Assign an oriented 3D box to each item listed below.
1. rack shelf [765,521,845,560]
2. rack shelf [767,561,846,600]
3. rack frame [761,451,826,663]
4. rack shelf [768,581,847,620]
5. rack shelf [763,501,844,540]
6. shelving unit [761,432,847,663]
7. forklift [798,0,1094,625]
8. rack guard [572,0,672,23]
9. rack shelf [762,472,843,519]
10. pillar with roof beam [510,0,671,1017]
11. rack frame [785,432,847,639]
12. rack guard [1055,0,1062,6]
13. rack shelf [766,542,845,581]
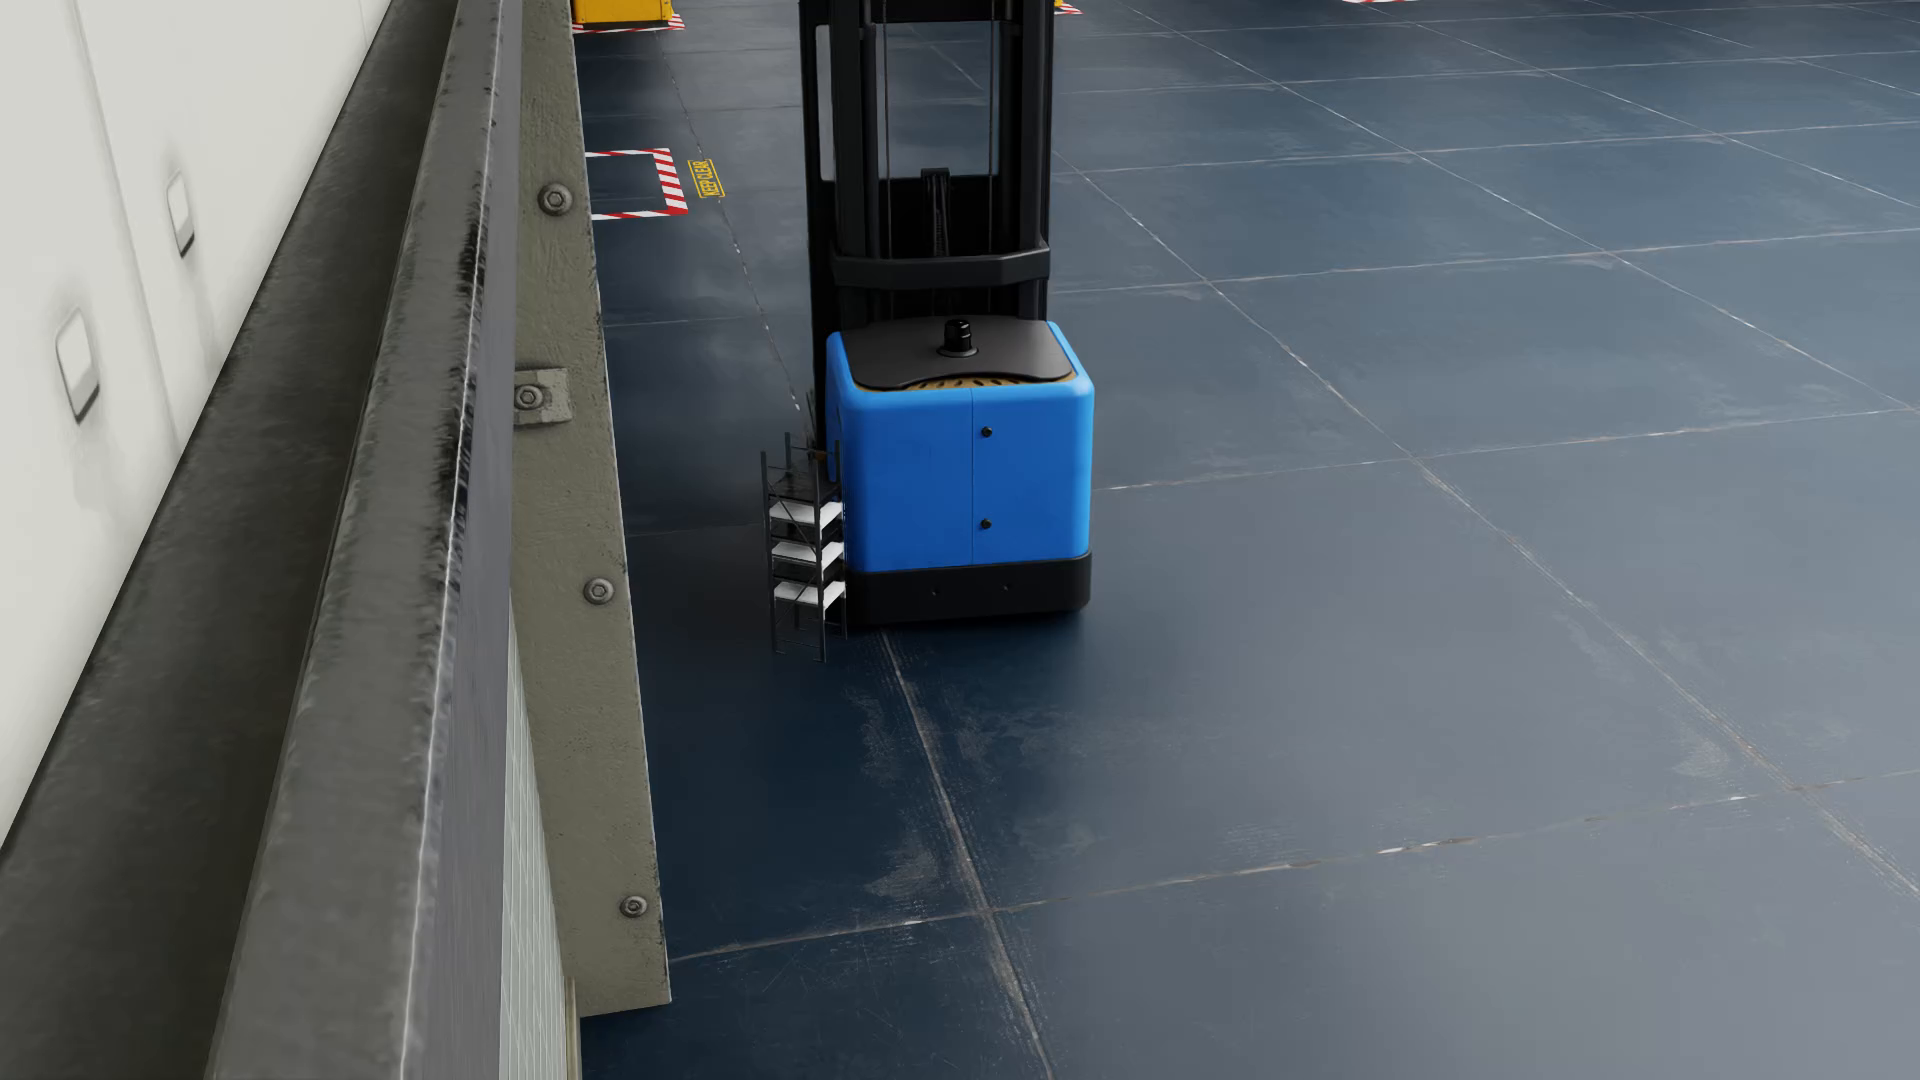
[{"bbox_3d":[-0.621,-0.016,6.657,0.258,0.077,0.200,10,29,19],"label":"rack shelf"},{"bbox_3d":[-0.621,0.145,6.739,0.258,0.077,0.200,10,29,19],"label":"rack shelf"},{"bbox_3d":[-0.659,0.077,6.599,0.240,0.900,0.006,10,29,19],"label":"rack frame"},{"bbox_3d":[-0.621,0.225,6.779,0.258,0.077,0.200,10,29,19],"label":"rack shelf"},{"bbox_3d":[-0.621,-0.096,6.617,0.258,0.077,0.200,10,29,19],"label":"rack shelf"},{"bbox_3d":[-0.621,0.034,6.683,0.258,0.900,0.210,10,29,19],"label":"shelving unit"},{"bbox_3d":[-0.179,-1.595,7.658,1.130,2.935,3.031,-4,27,-8],"label":"forklift"},{"bbox_3d":[-4.135,-6.620,20.311,1.175,0.500,0.348,-6,27,-12],"label":"rack guard"},{"bbox_3d":[-0.621,-0.177,6.576,0.258,0.077,0.200,10,29,19],"label":"rack shelf"},{"bbox_3d":[3.132,-3.135,3.975,9.100,9.000,0.400,-6,27,-12],"label":"pillar with roof beam"},{"bbox_3d":[-0.584,-0.008,6.767,0.240,0.900,0.006,10,29,19],"label":"rack frame"},{"bbox_3d":[0.713,-7.081,21.224,1.175,0.500,0.348,-6,27,-12],"label":"rack guard"},{"bbox_3d":[-0.621,0.064,6.698,0.258,0.077,0.200,10,29,19],"label":"rack shelf"}]
